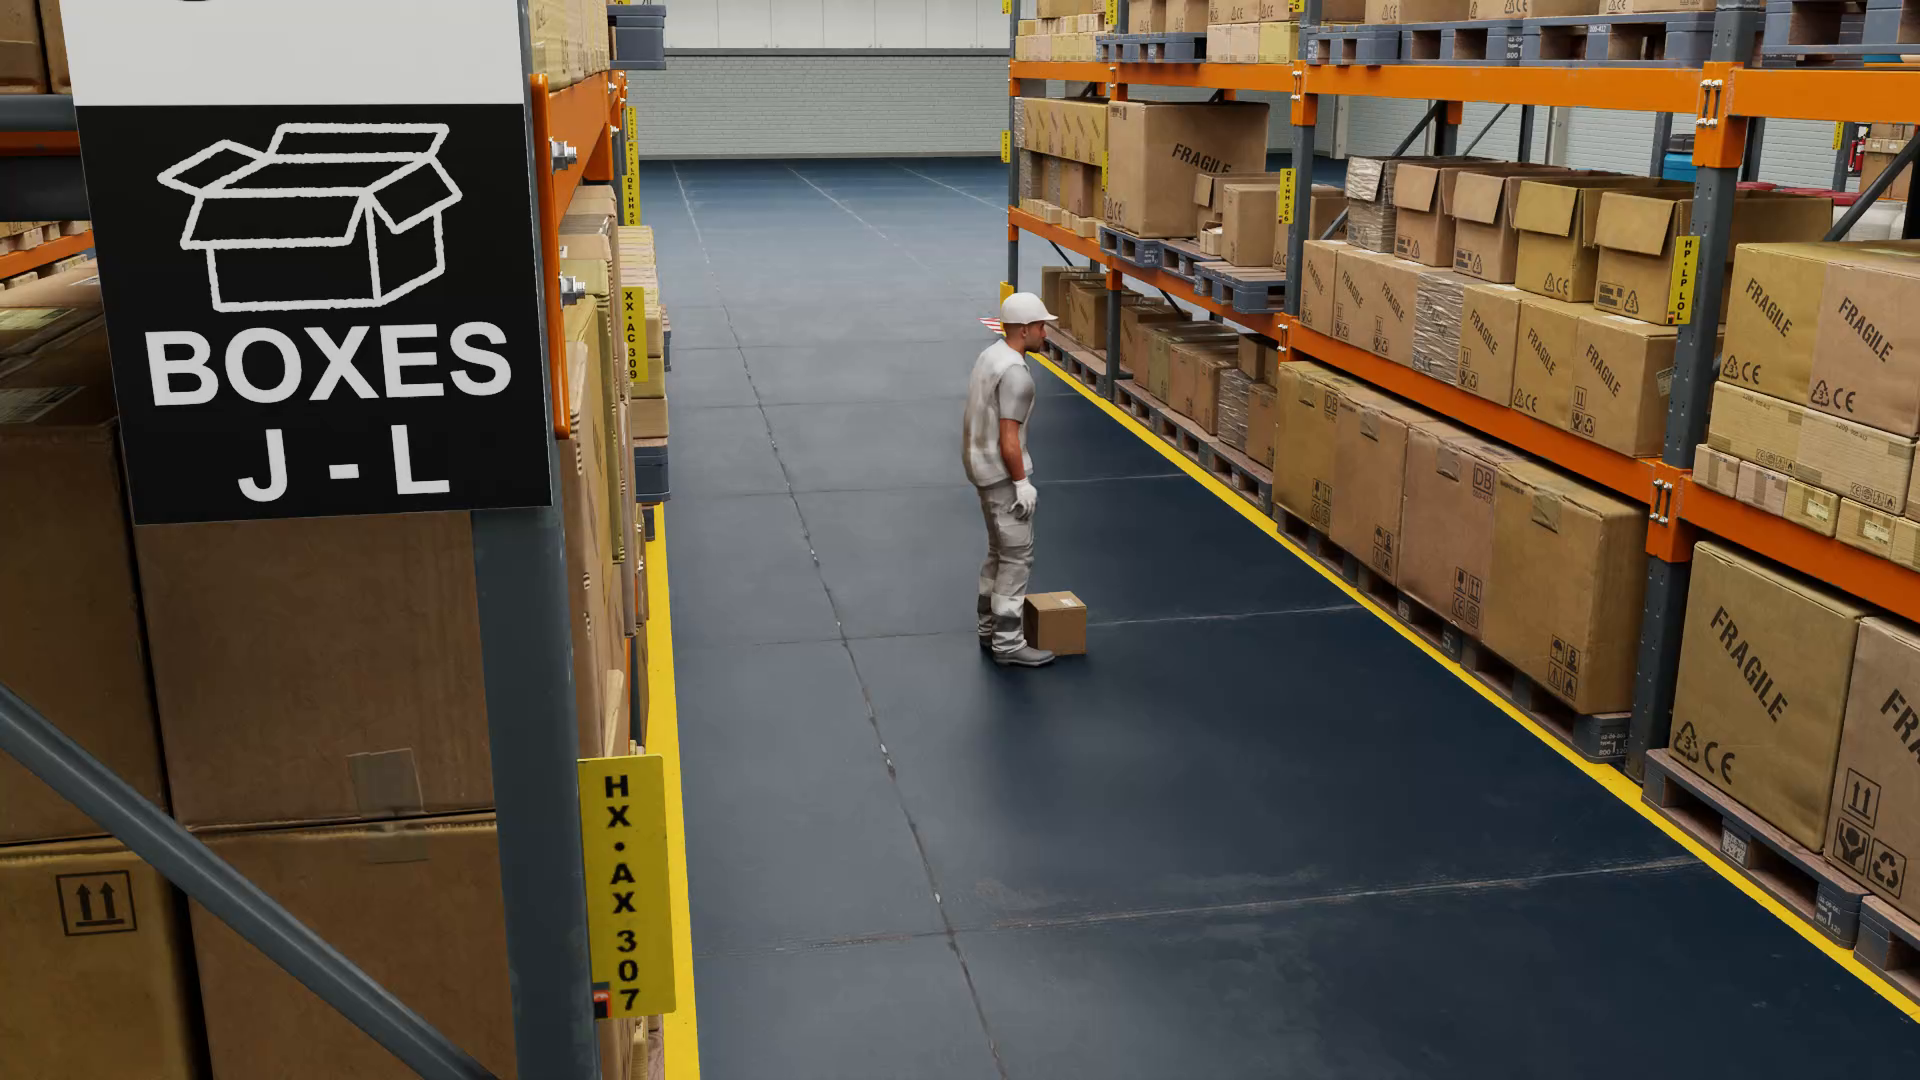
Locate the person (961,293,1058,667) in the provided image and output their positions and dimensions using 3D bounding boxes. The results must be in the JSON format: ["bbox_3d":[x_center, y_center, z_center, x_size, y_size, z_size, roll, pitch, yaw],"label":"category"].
[{"bbox_3d":[0.245,-0.300,8.041,0.452,1.778,0.606,-3,16,-10],"label":"person"}]
